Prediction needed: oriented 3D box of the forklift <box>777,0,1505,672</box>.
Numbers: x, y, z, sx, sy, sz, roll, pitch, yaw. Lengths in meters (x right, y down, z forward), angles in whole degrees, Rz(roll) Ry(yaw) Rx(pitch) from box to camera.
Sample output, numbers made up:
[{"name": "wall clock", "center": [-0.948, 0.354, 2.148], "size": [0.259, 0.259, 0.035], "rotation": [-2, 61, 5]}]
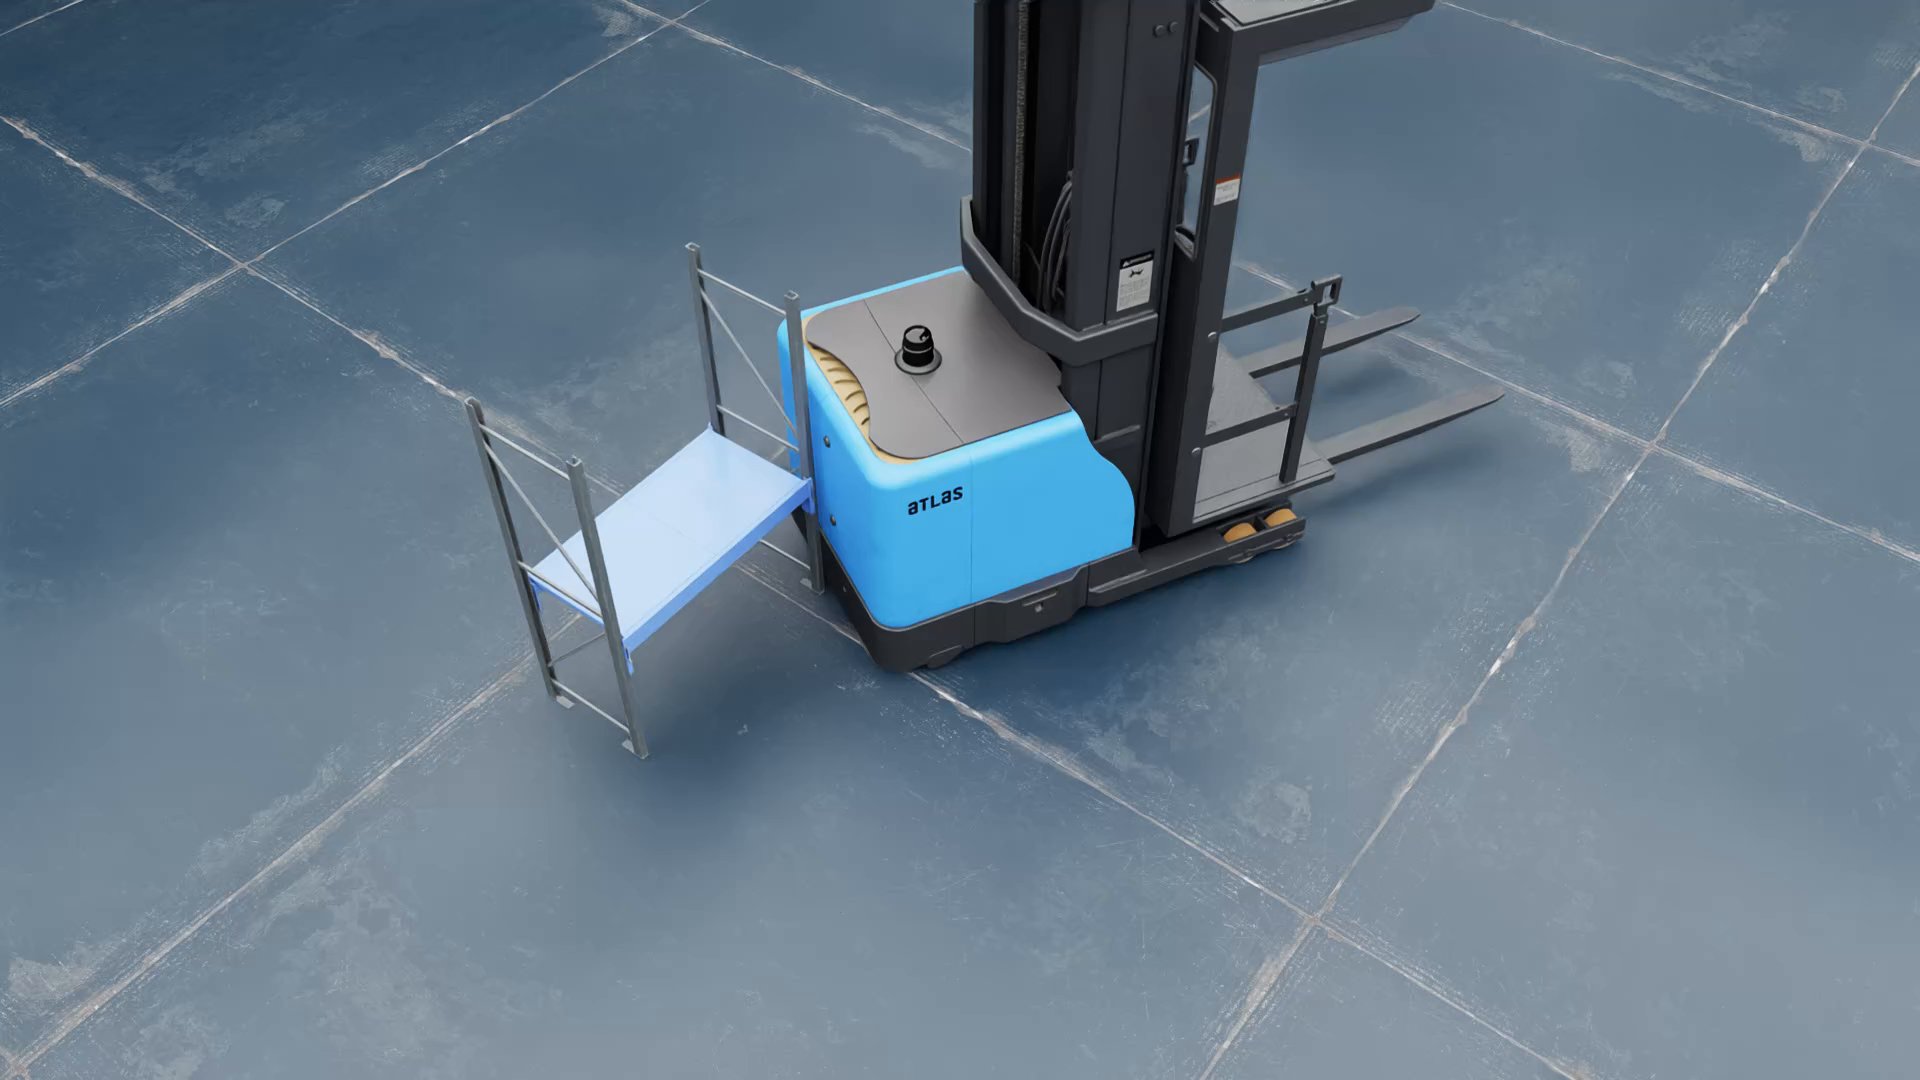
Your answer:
[{"name": "forklift", "center": [0.857, -1.246, 6.078], "size": [3.031, 2.935, 1.130], "rotation": [-19, 49, -17]}]

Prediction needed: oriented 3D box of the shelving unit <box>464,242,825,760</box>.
[{"name": "shelving unit", "center": [-1.058, -0.117, 5.989], "size": [0.538, 1.500, 1.048], "rotation": [28, 53, 24]}]

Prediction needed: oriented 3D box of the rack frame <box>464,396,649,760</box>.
[{"name": "rack frame", "center": [-1.362, 0.178, 5.707], "size": [0.500, 1.500, 0.032], "rotation": [28, 53, 24]}]

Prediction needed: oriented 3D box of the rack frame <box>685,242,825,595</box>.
[{"name": "rack frame", "center": [-0.754, -0.411, 6.270], "size": [0.500, 1.500, 0.032], "rotation": [28, 53, 24]}]

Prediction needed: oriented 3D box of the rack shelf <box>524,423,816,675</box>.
[{"name": "rack shelf", "center": [-1.058, 0.008, 6.119], "size": [0.538, 0.185, 1.000], "rotation": [28, 53, 24]}]
